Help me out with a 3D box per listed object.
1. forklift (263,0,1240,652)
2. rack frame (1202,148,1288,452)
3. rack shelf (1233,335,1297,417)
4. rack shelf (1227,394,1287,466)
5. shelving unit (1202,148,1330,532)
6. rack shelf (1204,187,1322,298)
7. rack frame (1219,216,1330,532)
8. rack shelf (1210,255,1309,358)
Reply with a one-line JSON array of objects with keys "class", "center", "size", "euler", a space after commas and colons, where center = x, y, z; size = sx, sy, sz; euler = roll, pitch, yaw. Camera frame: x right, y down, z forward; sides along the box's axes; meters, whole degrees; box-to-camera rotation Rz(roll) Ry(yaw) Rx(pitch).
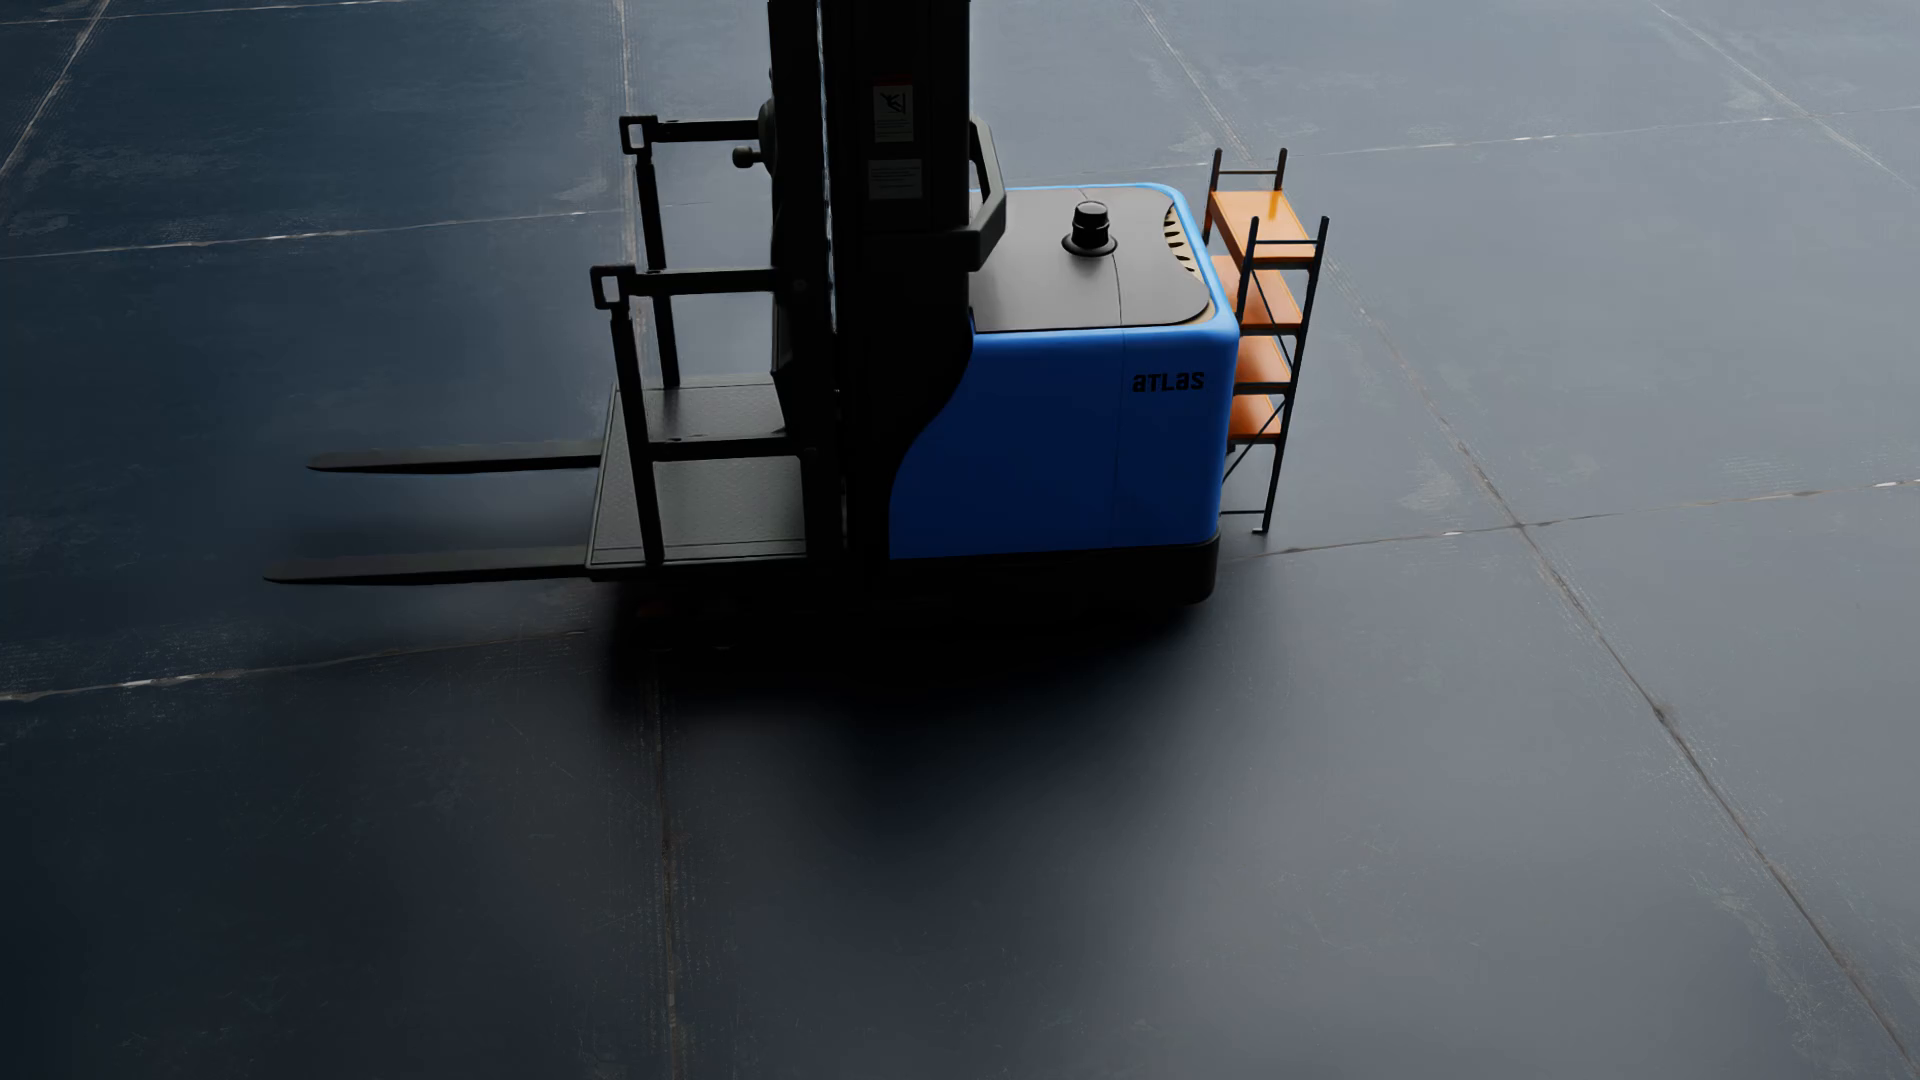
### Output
[{"class": "forklift", "center": [-0.713, -1.140, 4.828], "size": [3.031, 2.935, 1.130], "euler": [-3, 38, -4]}, {"class": "rack frame", "center": [0.927, -0.803, 5.796], "size": [0.240, 1.200, 0.015], "euler": [-2, 38, -6]}, {"class": "rack shelf", "center": [0.950, -0.601, 5.646], "size": [0.258, 0.148, 0.480], "euler": [-2, 38, -6]}, {"class": "rack shelf", "center": [0.941, -0.444, 5.767], "size": [0.258, 0.148, 0.480], "euler": [-2, 38, -6]}, {"class": "shelving unit", "center": [0.952, -0.654, 5.605], "size": [0.258, 1.200, 0.503], "euler": [-2, 38, -6]}, {"class": "rack shelf", "center": [0.969, -0.965, 5.365], "size": [0.258, 0.148, 0.480], "euler": [-2, 38, -6]}, {"class": "rack frame", "center": [0.978, -0.505, 5.413], "size": [0.240, 1.200, 0.015], "euler": [-2, 38, -6]}, {"class": "rack shelf", "center": [0.959, -0.778, 5.509], "size": [0.258, 0.148, 0.480], "euler": [-2, 38, -6]}]
